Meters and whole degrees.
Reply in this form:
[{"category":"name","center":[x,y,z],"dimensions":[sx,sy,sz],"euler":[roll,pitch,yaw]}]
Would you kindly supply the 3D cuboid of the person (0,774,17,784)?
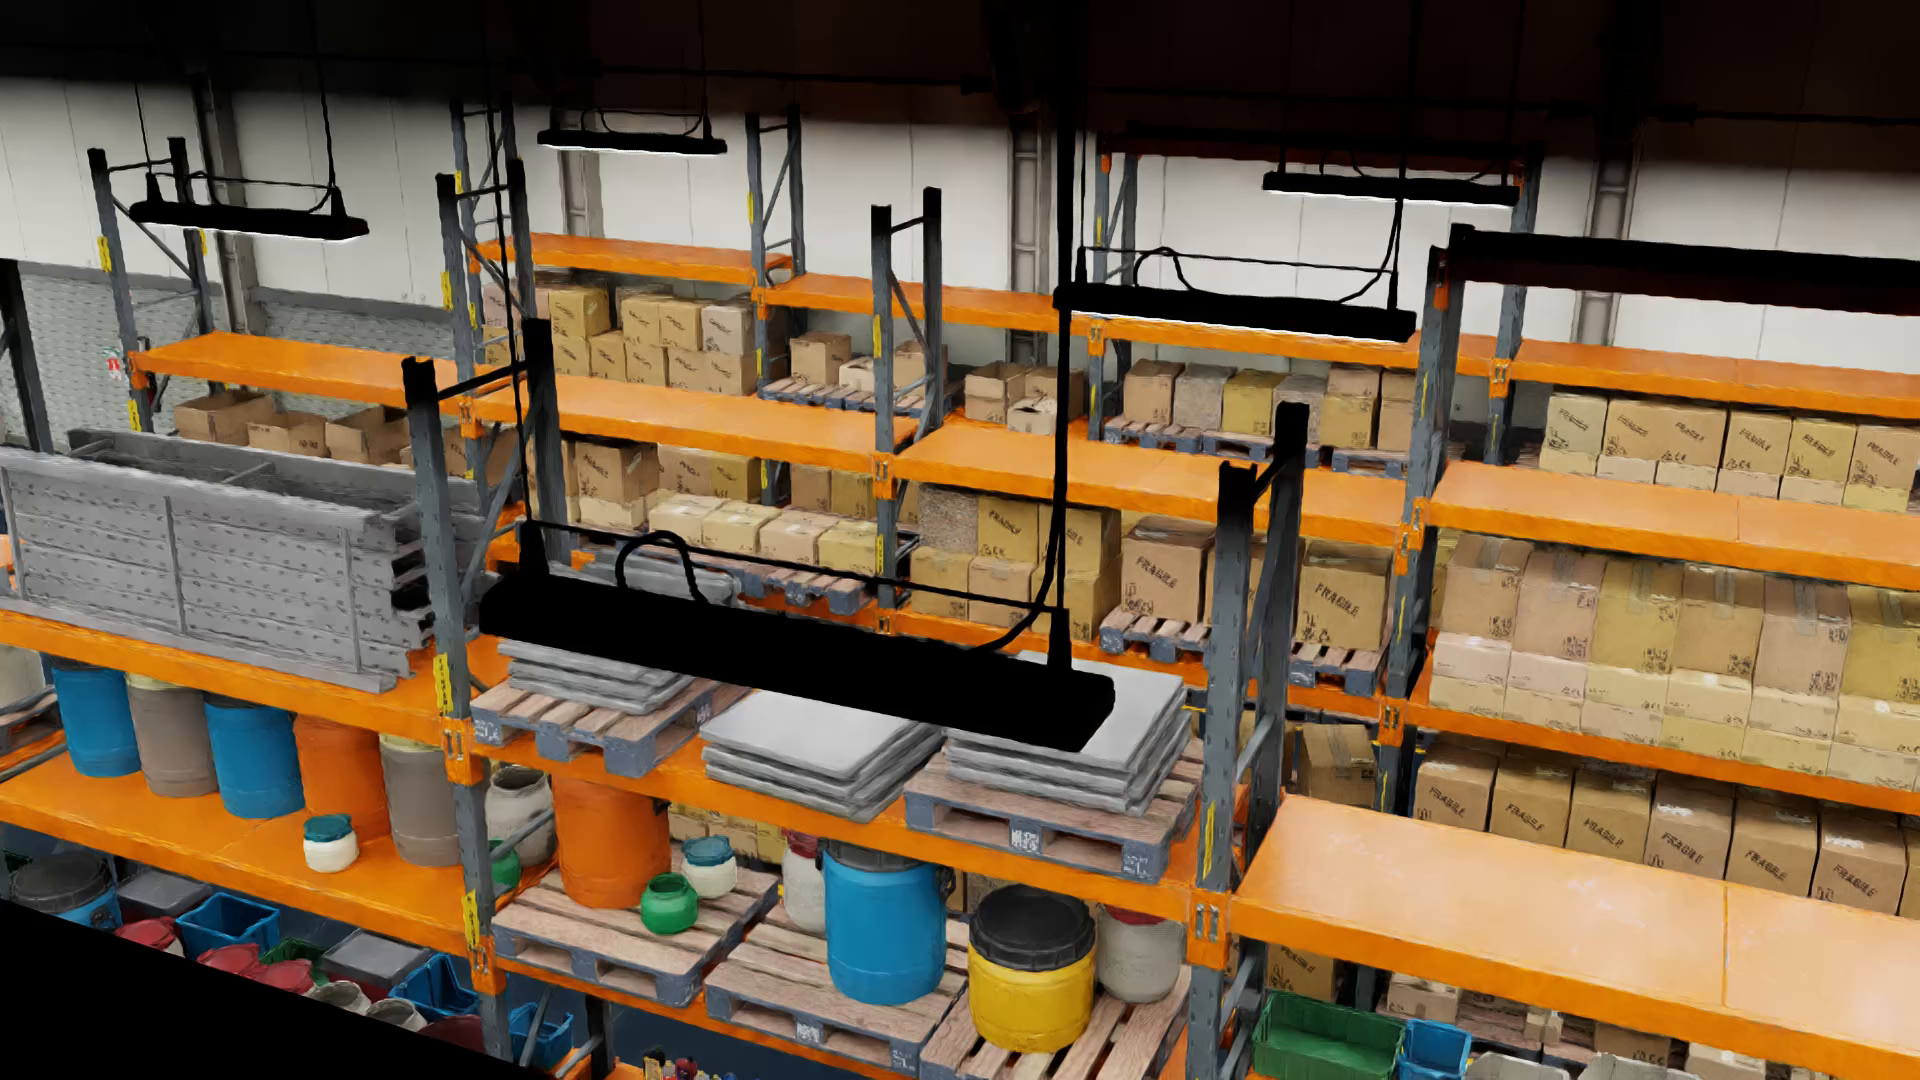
[{"category":"person","center":[-8.936,1.995,15.116],"dimensions":[0.818,1.581,0.656],"euler":[3,21,7]}]
